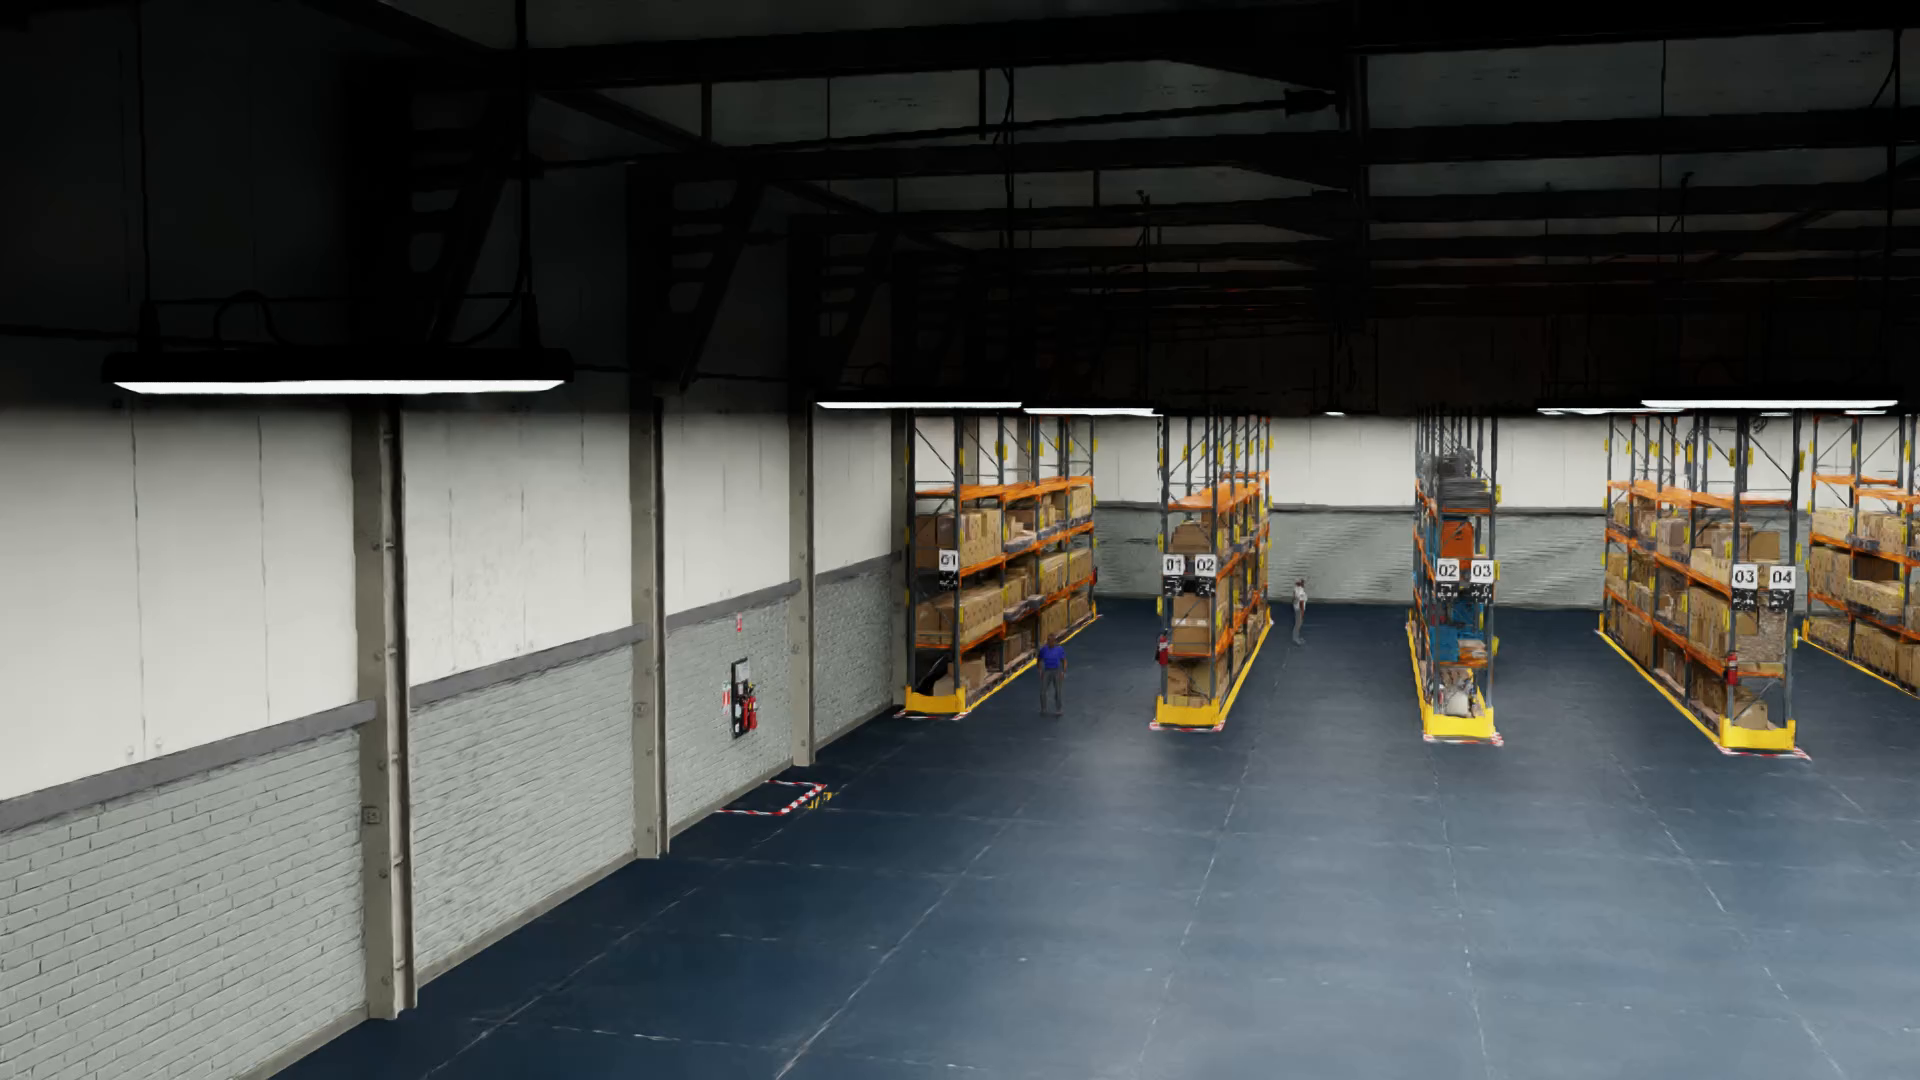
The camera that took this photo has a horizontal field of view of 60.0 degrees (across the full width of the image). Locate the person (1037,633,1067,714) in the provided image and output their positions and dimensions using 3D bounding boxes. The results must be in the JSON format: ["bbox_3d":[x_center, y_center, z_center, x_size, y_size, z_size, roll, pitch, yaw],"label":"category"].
[{"bbox_3d":[1.781,2.591,32.221,0.592,1.590,0.513,1,4,12],"label":"person"}]

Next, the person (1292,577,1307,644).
[{"bbox_3d":[8.662,1.781,42.413,0.371,1.679,0.587,0,4,0],"label":"person"}]
